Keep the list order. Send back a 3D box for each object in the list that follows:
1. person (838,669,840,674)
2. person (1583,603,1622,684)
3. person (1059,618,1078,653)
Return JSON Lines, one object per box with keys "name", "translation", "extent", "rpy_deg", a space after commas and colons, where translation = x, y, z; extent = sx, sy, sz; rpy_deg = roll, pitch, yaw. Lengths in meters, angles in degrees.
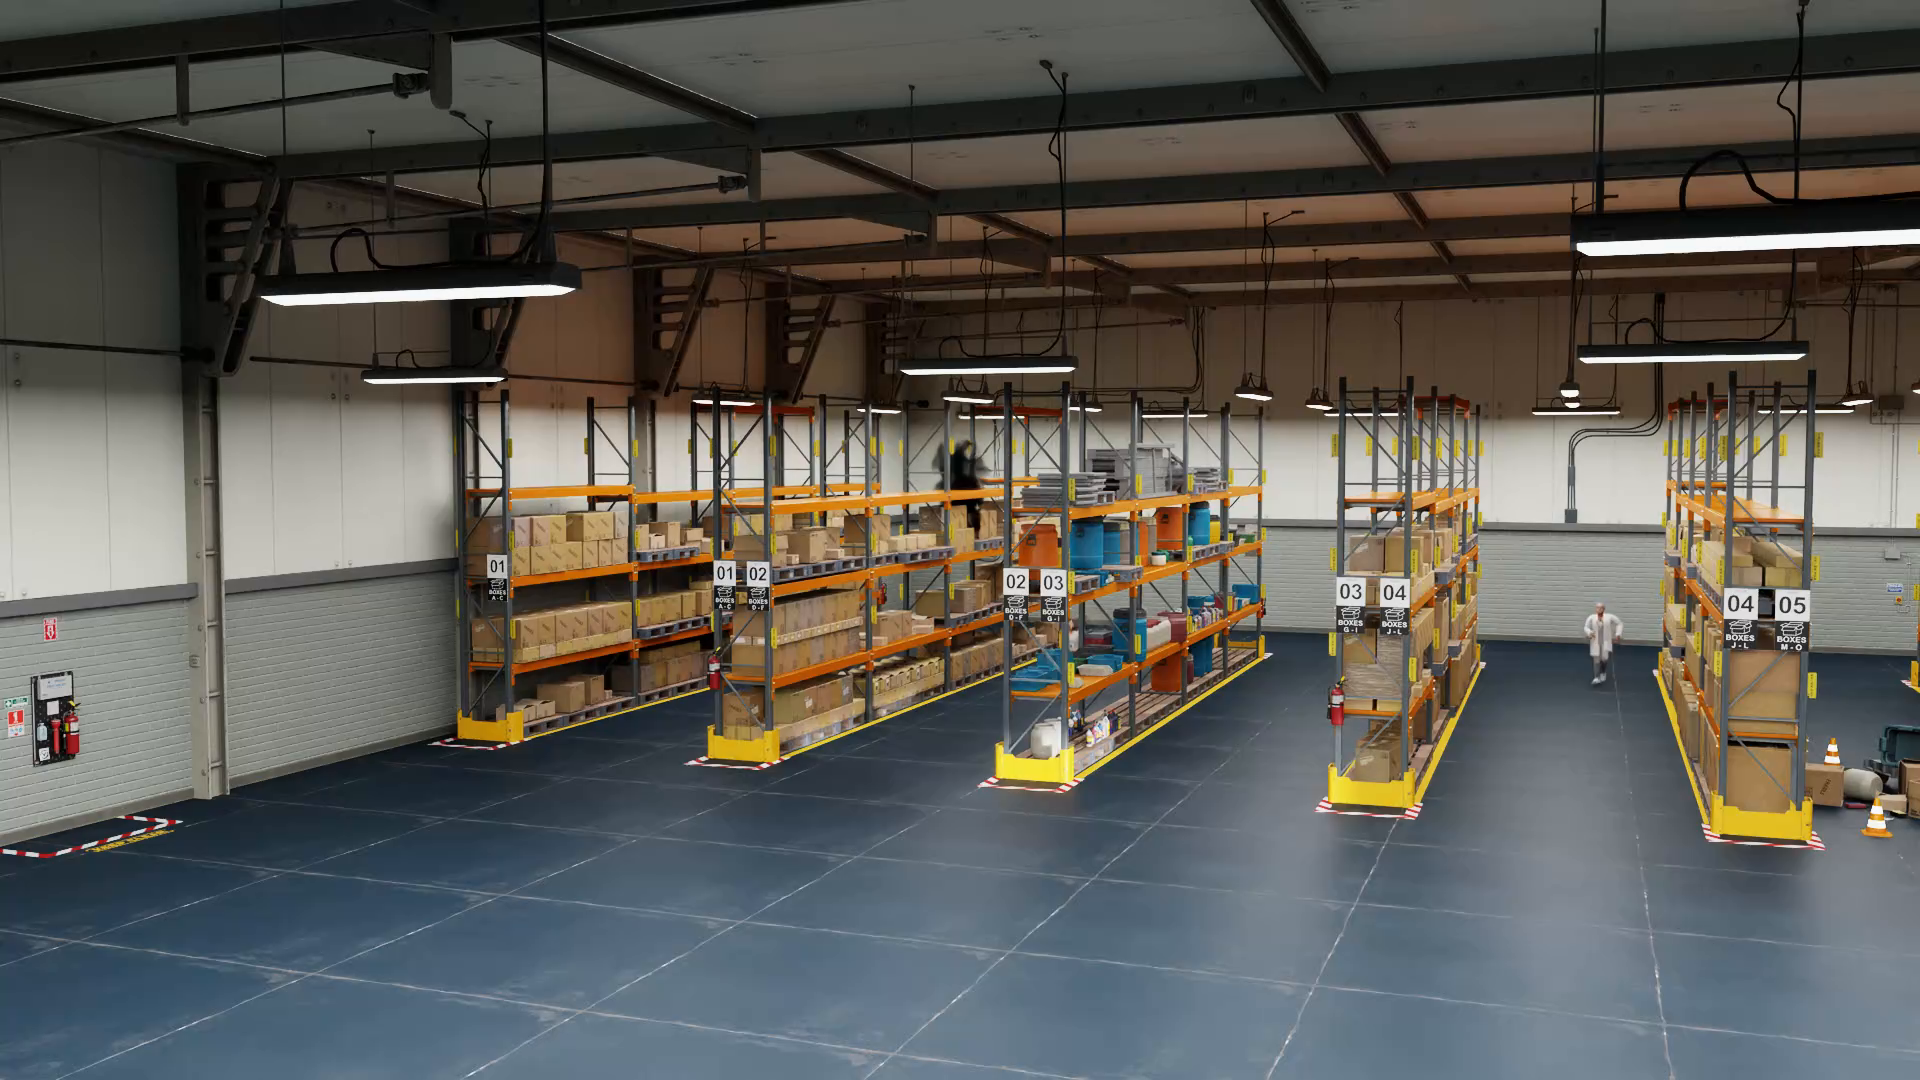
{"name": "person", "translation": [-2.602, 2.290, 34.163], "extent": [0.664, 1.677, 0.578], "rpy_deg": [1, 3, 12]}
{"name": "person", "translation": [13.554, 2.193, 35.107], "extent": [0.739, 1.735, 0.829], "rpy_deg": [2, 4, 29]}
{"name": "person", "translation": [2.186, 2.364, 32.972], "extent": [0.539, 1.626, 0.541], "rpy_deg": [1, 3, 22]}
